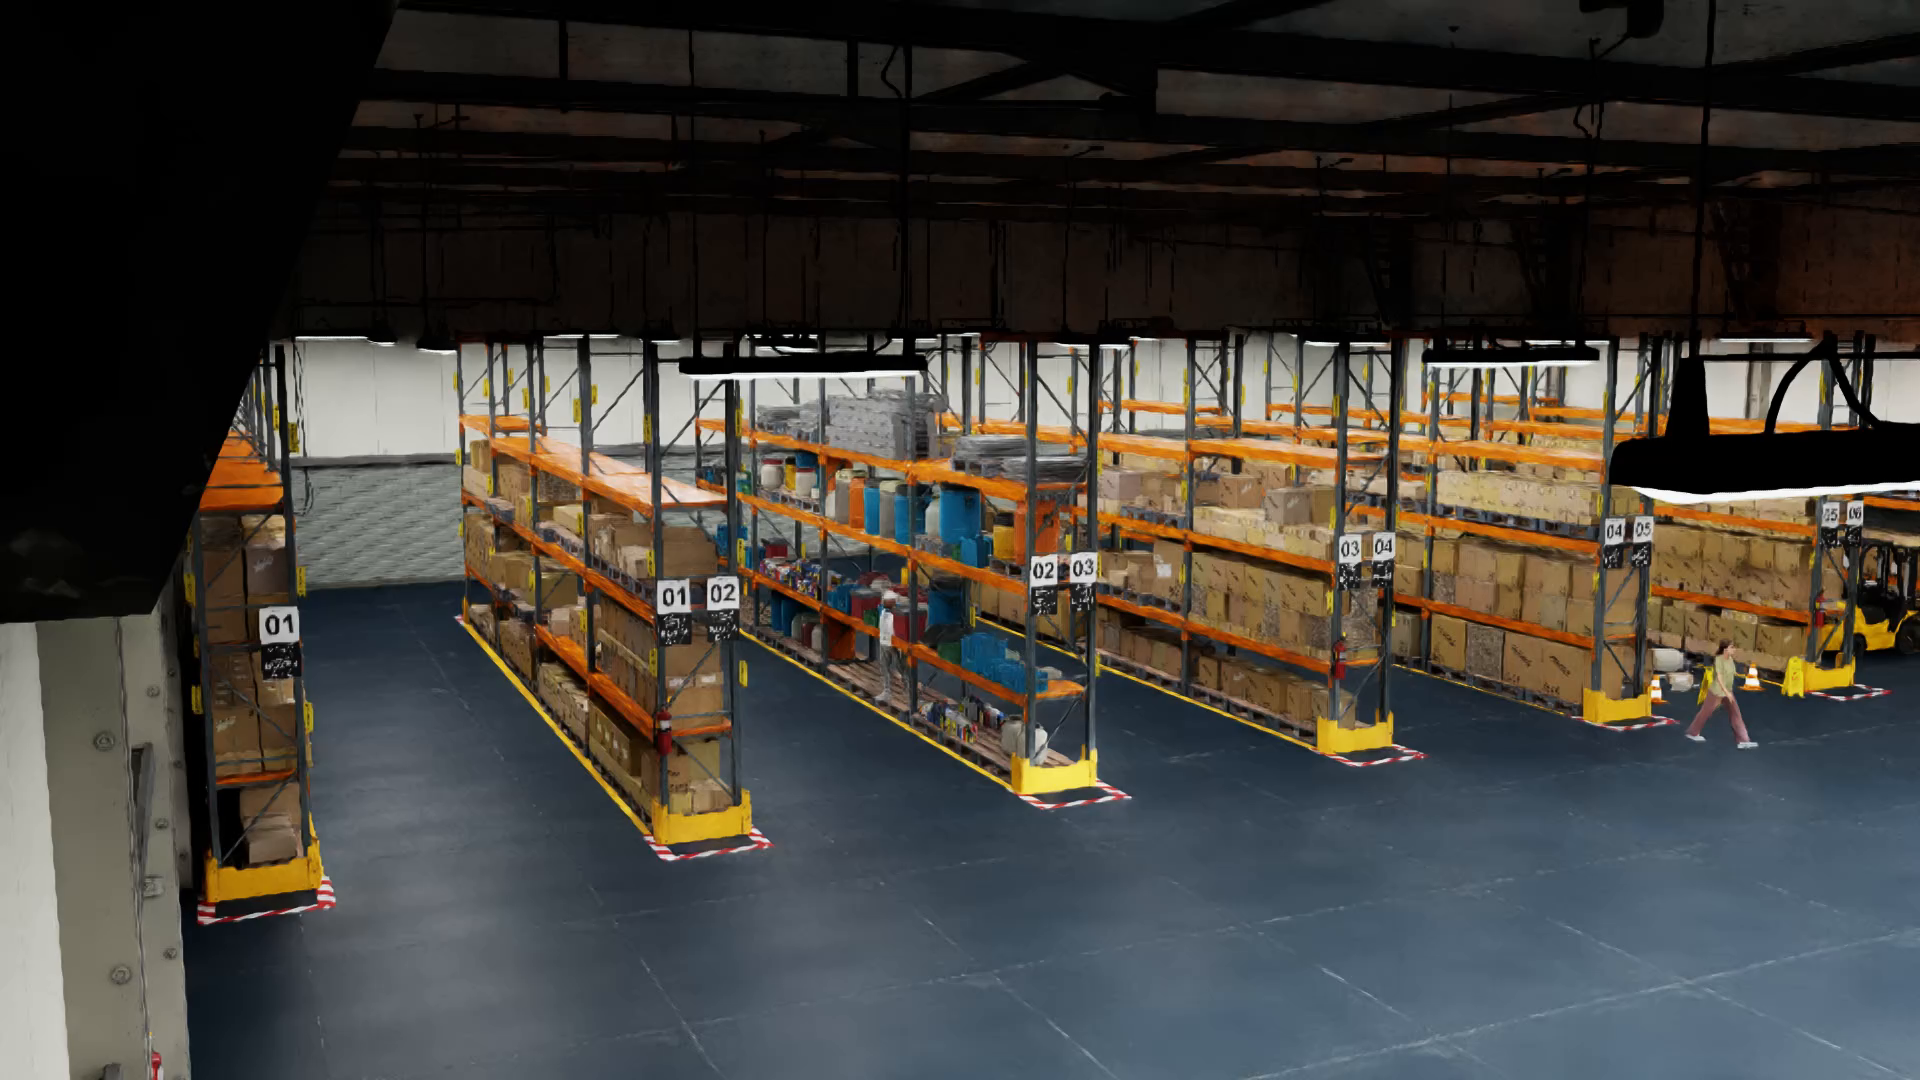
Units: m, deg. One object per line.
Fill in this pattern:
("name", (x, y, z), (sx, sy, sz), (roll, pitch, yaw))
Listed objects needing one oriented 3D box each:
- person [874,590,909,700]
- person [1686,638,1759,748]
("person", (-1.017, 1.673, 26.592), (0.508, 1.780, 0.711), (-7, 10, -42))
("person", (11.222, 2.235, 24.458), (0.446, 1.604, 1.018), (-5, 9, -33))
